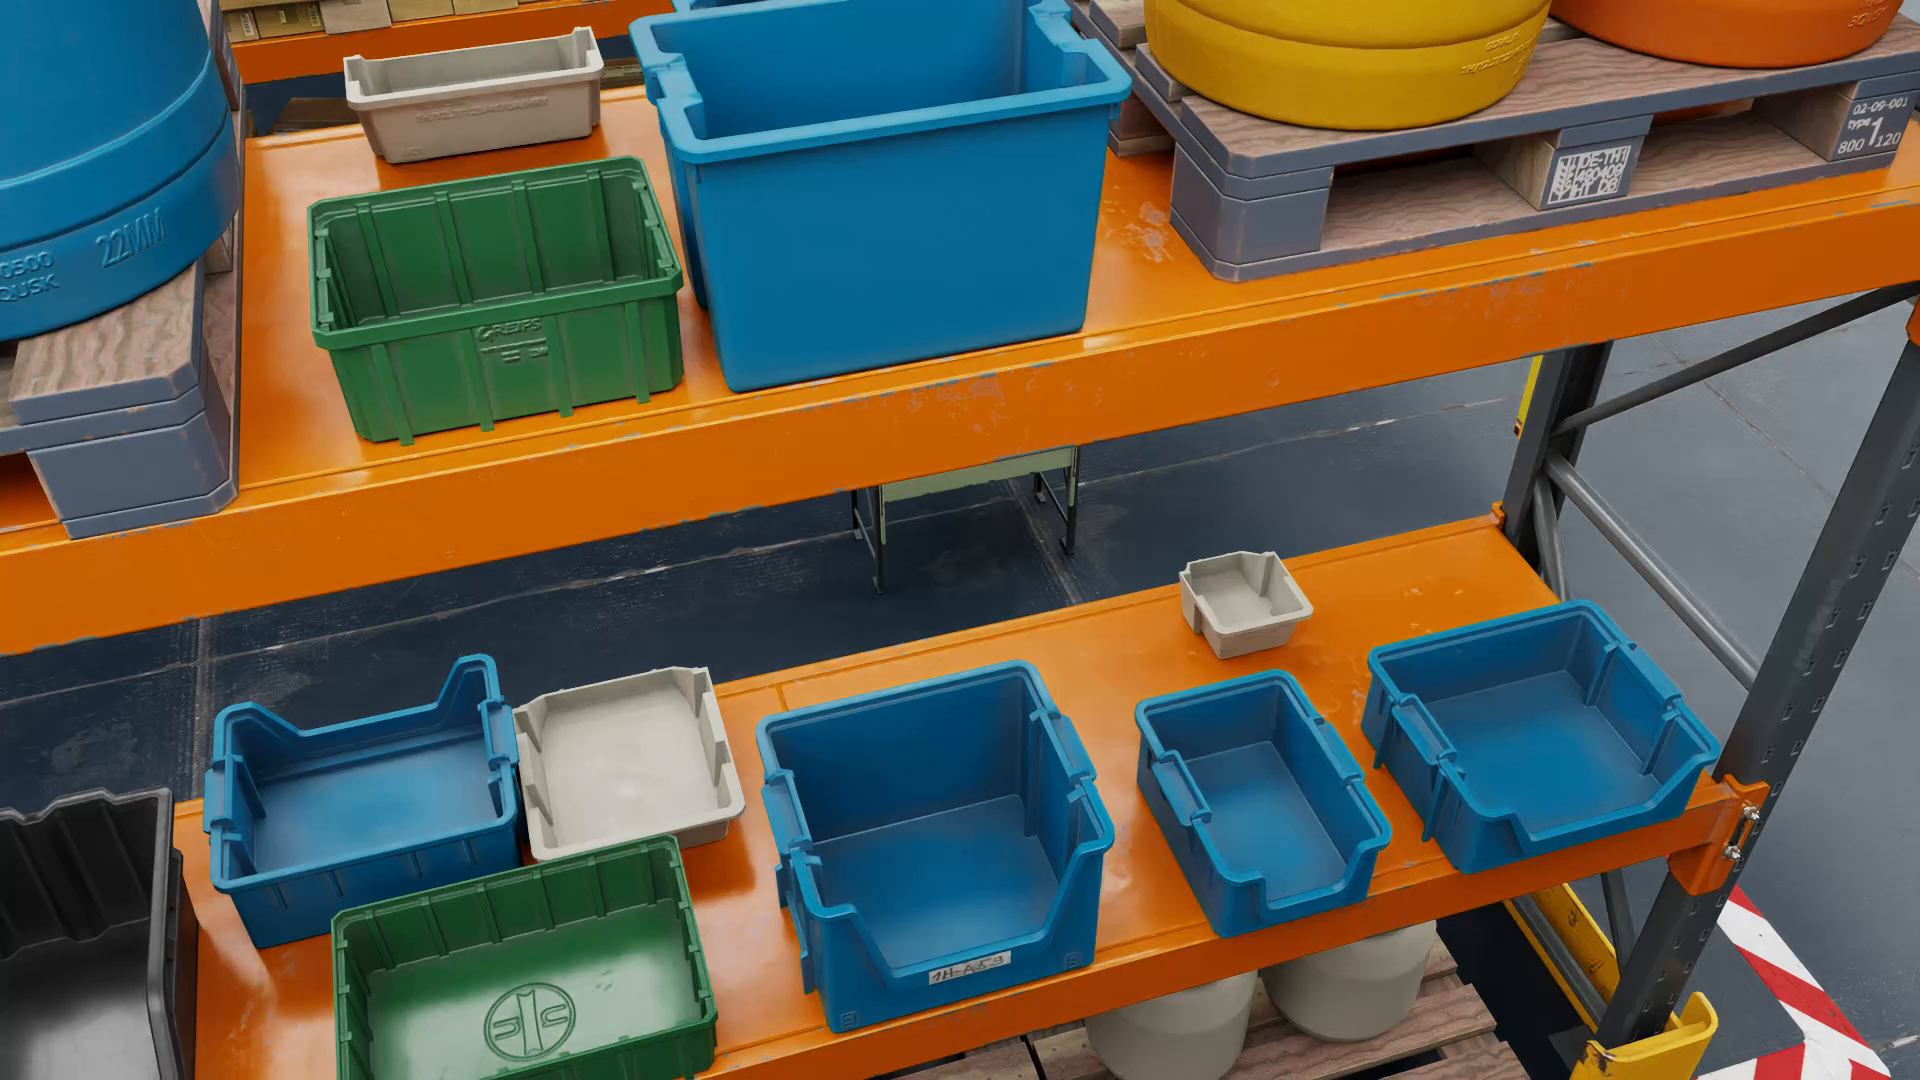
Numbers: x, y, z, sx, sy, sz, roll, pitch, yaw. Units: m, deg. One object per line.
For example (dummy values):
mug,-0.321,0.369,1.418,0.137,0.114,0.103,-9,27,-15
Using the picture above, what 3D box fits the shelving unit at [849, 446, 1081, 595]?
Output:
shelving unit,0.006,-0.566,5.758,0.755,1.500,0.431,-12,42,-13

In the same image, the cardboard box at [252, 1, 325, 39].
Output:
cardboard box,-2.682,-2.161,6.635,0.250,0.149,0.380,-12,42,-13

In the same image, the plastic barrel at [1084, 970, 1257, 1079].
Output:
plastic barrel,0.535,1.135,4.243,0.421,0.512,0.421,0,41,0

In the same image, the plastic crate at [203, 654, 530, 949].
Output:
plastic crate,-1.223,0.536,3.469,0.616,0.251,0.499,-12,42,-13

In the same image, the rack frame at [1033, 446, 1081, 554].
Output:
rack frame,0.355,-0.638,5.841,0.023,1.500,0.400,-12,42,-13

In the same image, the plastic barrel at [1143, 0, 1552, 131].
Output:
plastic barrel,0.569,-0.975,2.344,0.600,0.588,0.600,0,41,0

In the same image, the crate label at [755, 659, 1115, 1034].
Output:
crate label,-0.057,0.599,3.258,0.616,0.435,0.502,-12,42,-13

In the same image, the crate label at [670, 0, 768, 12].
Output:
crate label,-0.267,-0.832,2.756,0.408,0.251,0.502,-12,42,-13

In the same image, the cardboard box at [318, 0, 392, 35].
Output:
cardboard box,-2.431,-2.185,6.662,0.250,0.149,0.380,-12,42,-13

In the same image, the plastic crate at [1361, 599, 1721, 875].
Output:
plastic crate,1.230,0.422,3.601,0.616,0.251,0.499,-12,42,-13

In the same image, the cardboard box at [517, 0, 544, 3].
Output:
cardboard box,-1.738,-2.381,6.886,0.250,0.149,0.380,-12,42,-13

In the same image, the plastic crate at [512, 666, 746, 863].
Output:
plastic crate,-0.725,0.489,3.611,0.437,0.136,0.530,-12,42,-13

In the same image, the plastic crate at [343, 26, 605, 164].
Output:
plastic crate,-0.788,-0.732,2.728,0.396,0.136,0.243,-12,42,-13

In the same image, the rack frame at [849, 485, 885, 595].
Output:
rack frame,-0.343,-0.494,5.675,0.023,1.500,0.400,-12,42,-13

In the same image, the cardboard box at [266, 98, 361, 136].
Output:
cardboard box,-2.748,-1.628,7.414,0.500,0.500,0.500,1,41,1

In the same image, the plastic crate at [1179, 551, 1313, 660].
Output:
plastic crate,0.668,0.153,3.995,0.250,0.136,0.298,-12,42,-13

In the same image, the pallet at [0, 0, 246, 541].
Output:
pallet,-1.539,-0.393,2.284,1.003,0.211,1.213,-12,42,-13

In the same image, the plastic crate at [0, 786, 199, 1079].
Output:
plastic crate,-1.660,0.869,3.023,0.504,0.338,0.767,-12,42,-13

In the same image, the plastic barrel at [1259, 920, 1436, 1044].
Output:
plastic barrel,1.013,1.036,4.357,0.421,0.512,0.421,0,41,0

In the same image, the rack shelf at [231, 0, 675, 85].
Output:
rack shelf,-1.778,-2.363,7.222,4.000,0.370,1.077,-12,42,-13

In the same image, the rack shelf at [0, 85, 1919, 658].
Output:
rack shelf,-0.290,-0.385,2.677,4.000,0.370,1.077,-12,42,-13

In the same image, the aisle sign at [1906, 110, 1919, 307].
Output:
aisle sign,1.776,-0.728,2.828,0.004,0.787,0.394,-12,42,-13

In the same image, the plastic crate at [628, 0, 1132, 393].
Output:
plastic crate,-0.111,-0.479,2.251,0.575,0.384,0.392,-12,42,-13

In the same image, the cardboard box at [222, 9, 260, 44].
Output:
cardboard box,-2.917,-2.106,6.572,0.250,0.149,0.380,-12,42,-13

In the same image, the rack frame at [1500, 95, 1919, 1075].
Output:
rack frame,1.618,0.079,3.880,0.127,3.000,1.000,-12,42,-13

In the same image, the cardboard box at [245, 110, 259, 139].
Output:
cardboard box,-3.292,-1.510,7.279,0.500,0.500,0.500,-13,43,-14

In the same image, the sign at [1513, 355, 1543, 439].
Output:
sign,1.457,-0.372,4.185,0.005,0.325,0.100,-12,42,-13

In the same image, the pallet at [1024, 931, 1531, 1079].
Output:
pallet,0.783,1.331,4.566,1.213,0.211,1.003,-12,42,-13

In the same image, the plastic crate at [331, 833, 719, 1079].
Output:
plastic crate,-0.818,0.858,3.149,0.662,0.188,0.450,-12,42,-13

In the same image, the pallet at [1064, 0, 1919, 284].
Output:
pallet,0.799,-0.878,2.838,1.213,0.211,1.003,-12,42,-13

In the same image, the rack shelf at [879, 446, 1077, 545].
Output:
rack shelf,0.006,-0.321,5.973,0.720,0.370,0.431,-12,42,-13

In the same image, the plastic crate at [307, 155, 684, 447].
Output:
plastic crate,-0.611,-0.321,2.219,0.450,0.188,0.336,-12,42,-13

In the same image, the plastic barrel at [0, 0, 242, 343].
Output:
plastic barrel,-1.216,-0.737,1.833,0.708,0.901,0.600,-12,42,-13

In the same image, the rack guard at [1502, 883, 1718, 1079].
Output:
rack guard,1.559,1.065,4.651,0.348,0.500,1.175,-12,42,-13

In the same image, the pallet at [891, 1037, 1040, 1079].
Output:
pallet,-0.379,1.569,4.293,1.213,0.211,1.003,-12,42,-13

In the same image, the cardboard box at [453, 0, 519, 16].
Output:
cardboard box,-1.963,-2.303,6.797,0.250,0.149,0.380,-12,42,-13

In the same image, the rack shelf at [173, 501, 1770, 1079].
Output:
rack shelf,-0.290,0.745,3.664,4.000,0.370,1.077,-12,42,-13

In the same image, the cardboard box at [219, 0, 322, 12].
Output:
cardboard box,-2.750,-2.515,6.547,0.500,0.500,0.875,-12,42,-13

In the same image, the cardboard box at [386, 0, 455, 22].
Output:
cardboard box,-2.205,-2.260,6.748,0.250,0.149,0.380,-12,42,-13

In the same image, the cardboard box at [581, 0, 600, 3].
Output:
cardboard box,-1.479,-2.387,6.893,0.250,0.149,0.380,-12,42,-13

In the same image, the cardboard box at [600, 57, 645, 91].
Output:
cardboard box,-1.633,-1.882,7.705,0.500,0.500,0.500,-8,42,-9

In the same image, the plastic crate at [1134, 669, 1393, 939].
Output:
plastic crate,0.609,0.546,3.458,0.408,0.251,0.499,-12,42,-13

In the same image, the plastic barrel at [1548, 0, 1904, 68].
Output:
plastic barrel,1.192,-1.195,2.412,0.708,0.830,0.600,-12,42,-13
